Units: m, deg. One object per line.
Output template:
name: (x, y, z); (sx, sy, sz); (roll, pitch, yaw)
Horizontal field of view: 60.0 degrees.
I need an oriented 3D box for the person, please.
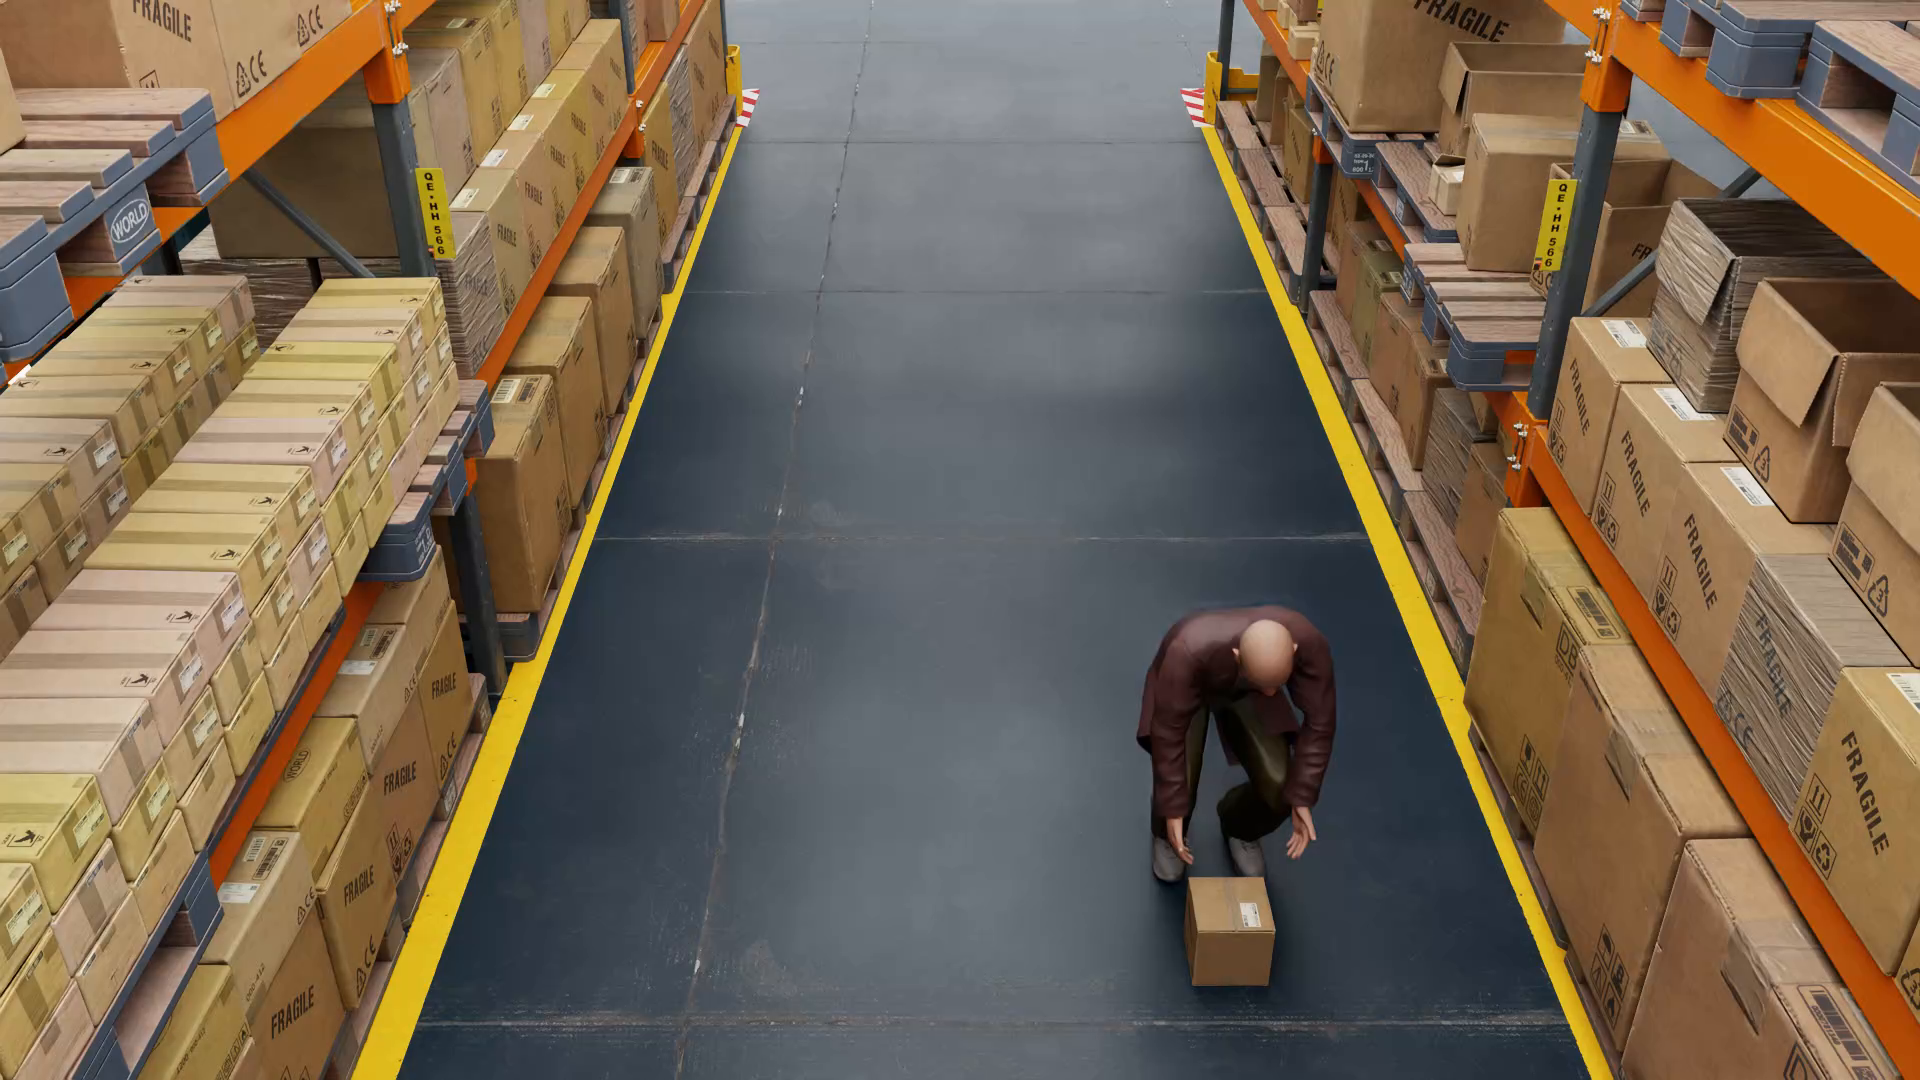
person: (0.915, 0.637, 5.621); (0.630, 1.234, 0.804); (0, 31, 0)
